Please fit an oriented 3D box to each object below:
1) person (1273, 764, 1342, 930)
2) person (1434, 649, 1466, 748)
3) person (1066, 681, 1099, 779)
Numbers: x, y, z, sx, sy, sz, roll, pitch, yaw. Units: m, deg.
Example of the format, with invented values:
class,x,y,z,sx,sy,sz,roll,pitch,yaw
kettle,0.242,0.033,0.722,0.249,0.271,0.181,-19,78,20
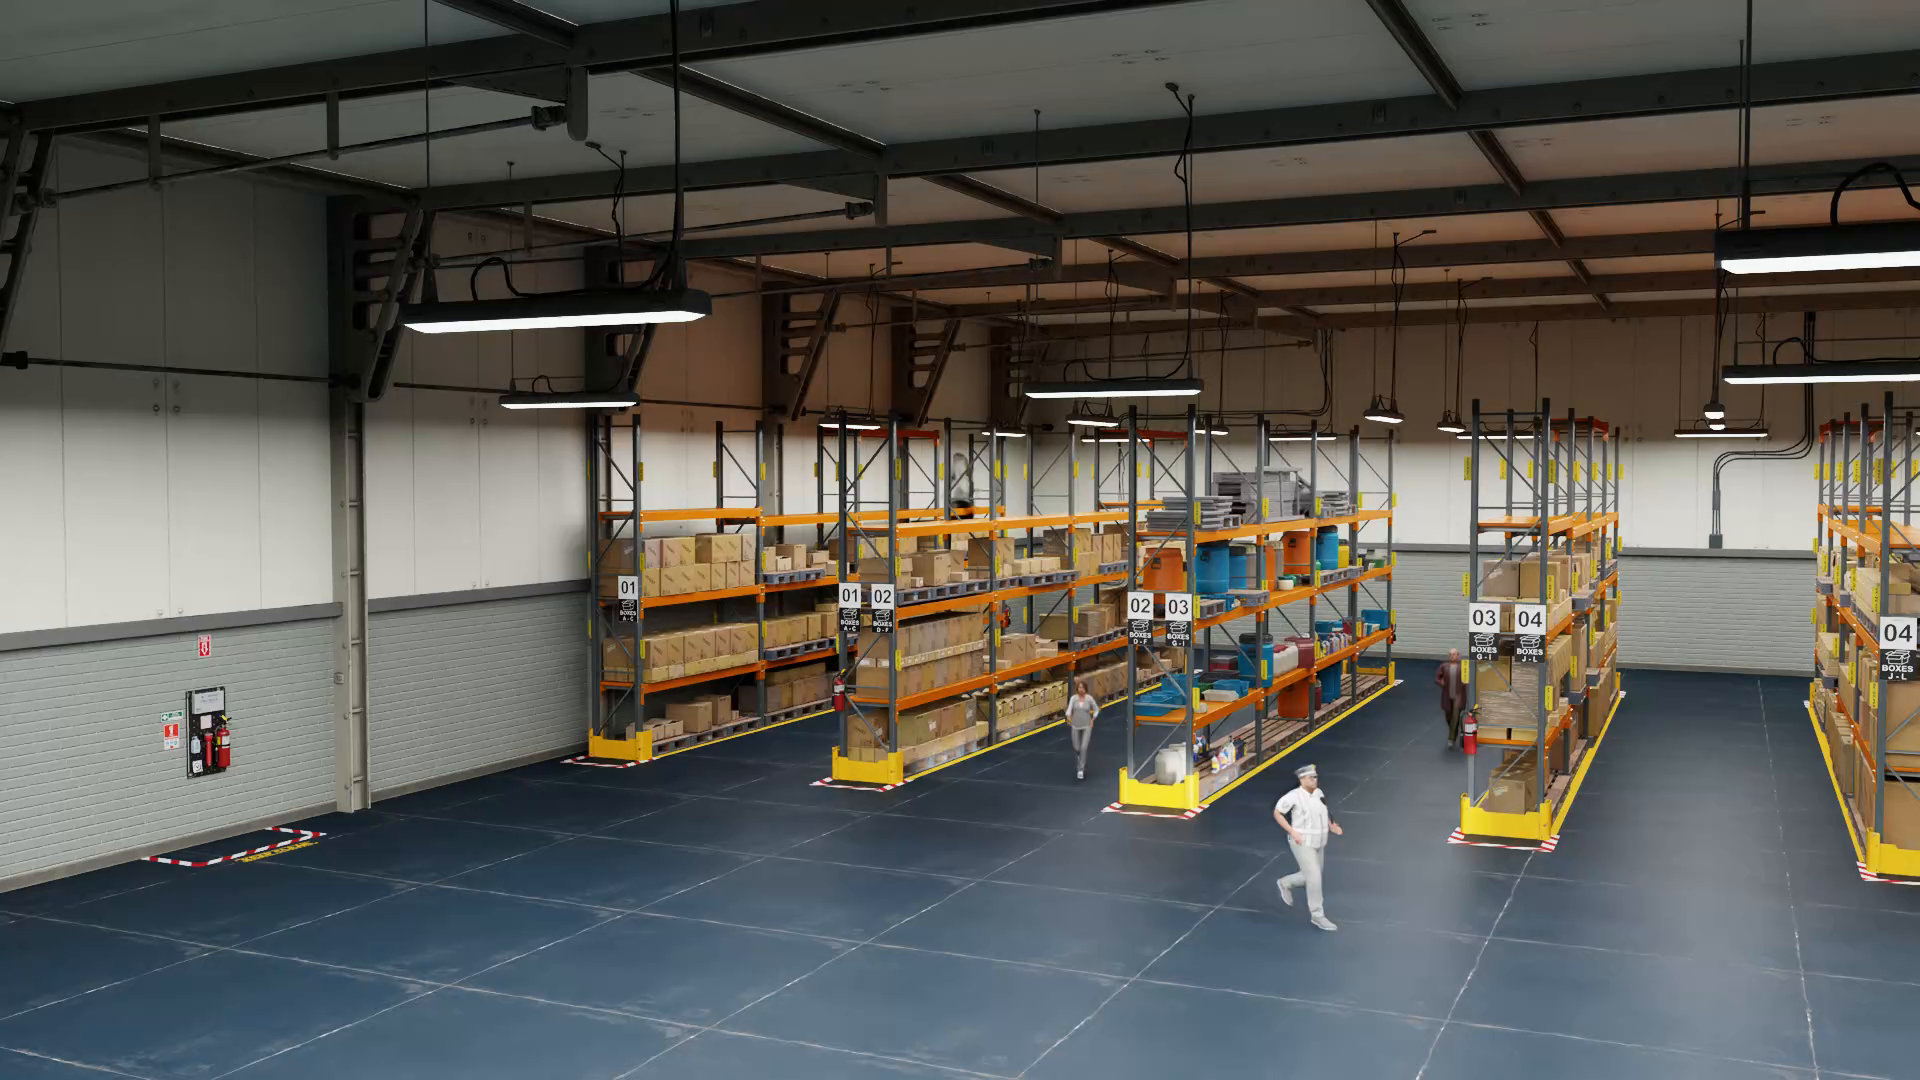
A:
class,x,y,z,sx,sy,sz,roll,pitch,yaw
person,3.835,3.372,18.482,0.663,1.779,0.903,-2,3,-39
person,8.979,2.846,30.240,0.727,1.736,1.153,1,3,28
person,2.012,3.102,27.367,0.542,1.574,0.694,0,2,10
